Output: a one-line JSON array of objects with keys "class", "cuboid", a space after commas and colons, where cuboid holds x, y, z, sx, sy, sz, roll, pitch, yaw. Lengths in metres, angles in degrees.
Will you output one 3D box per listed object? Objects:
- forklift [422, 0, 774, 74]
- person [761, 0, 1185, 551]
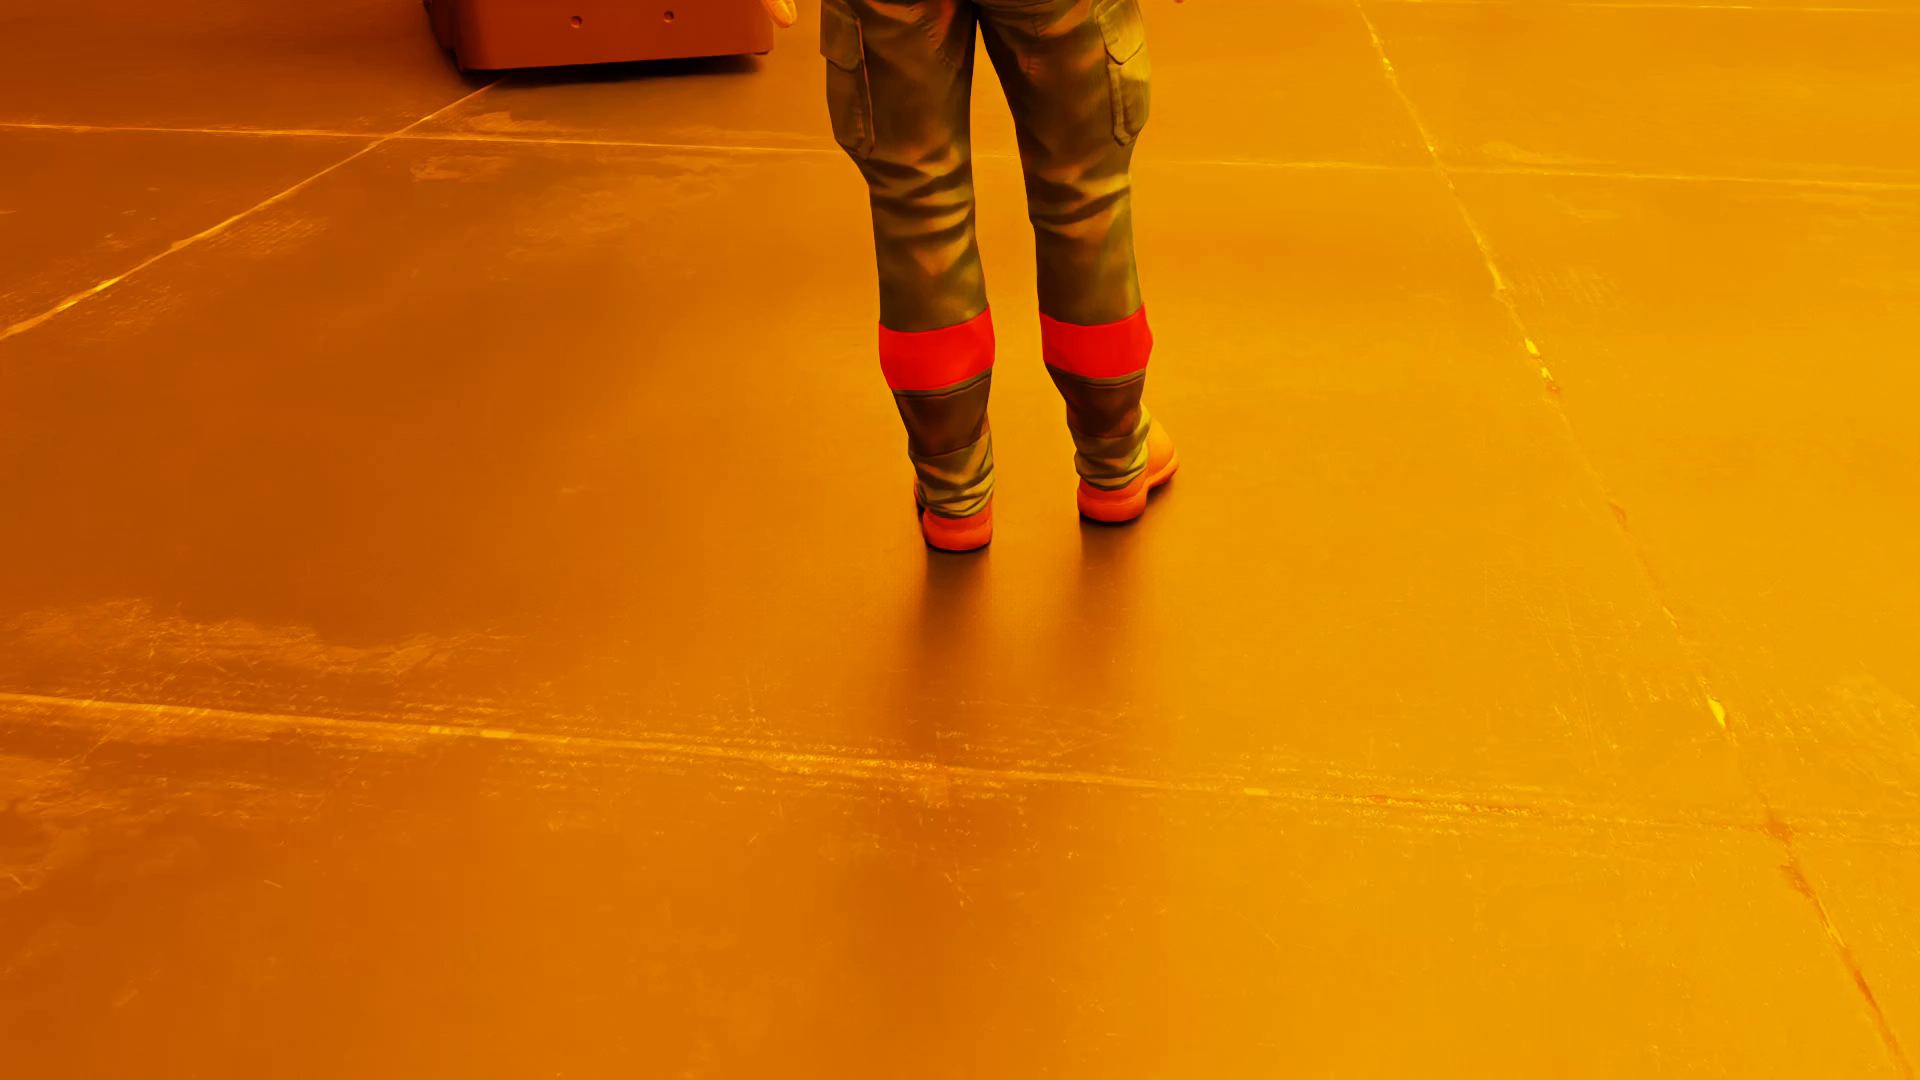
[{"class": "forklift", "cuboid": [-1.607, -3.473, 6.178, 1.130, 2.935, 3.031, -9, 28, -17]}, {"class": "person", "cuboid": [0.023, -0.842, 2.168, 0.637, 1.790, 0.562, 3, 27, 7]}]
